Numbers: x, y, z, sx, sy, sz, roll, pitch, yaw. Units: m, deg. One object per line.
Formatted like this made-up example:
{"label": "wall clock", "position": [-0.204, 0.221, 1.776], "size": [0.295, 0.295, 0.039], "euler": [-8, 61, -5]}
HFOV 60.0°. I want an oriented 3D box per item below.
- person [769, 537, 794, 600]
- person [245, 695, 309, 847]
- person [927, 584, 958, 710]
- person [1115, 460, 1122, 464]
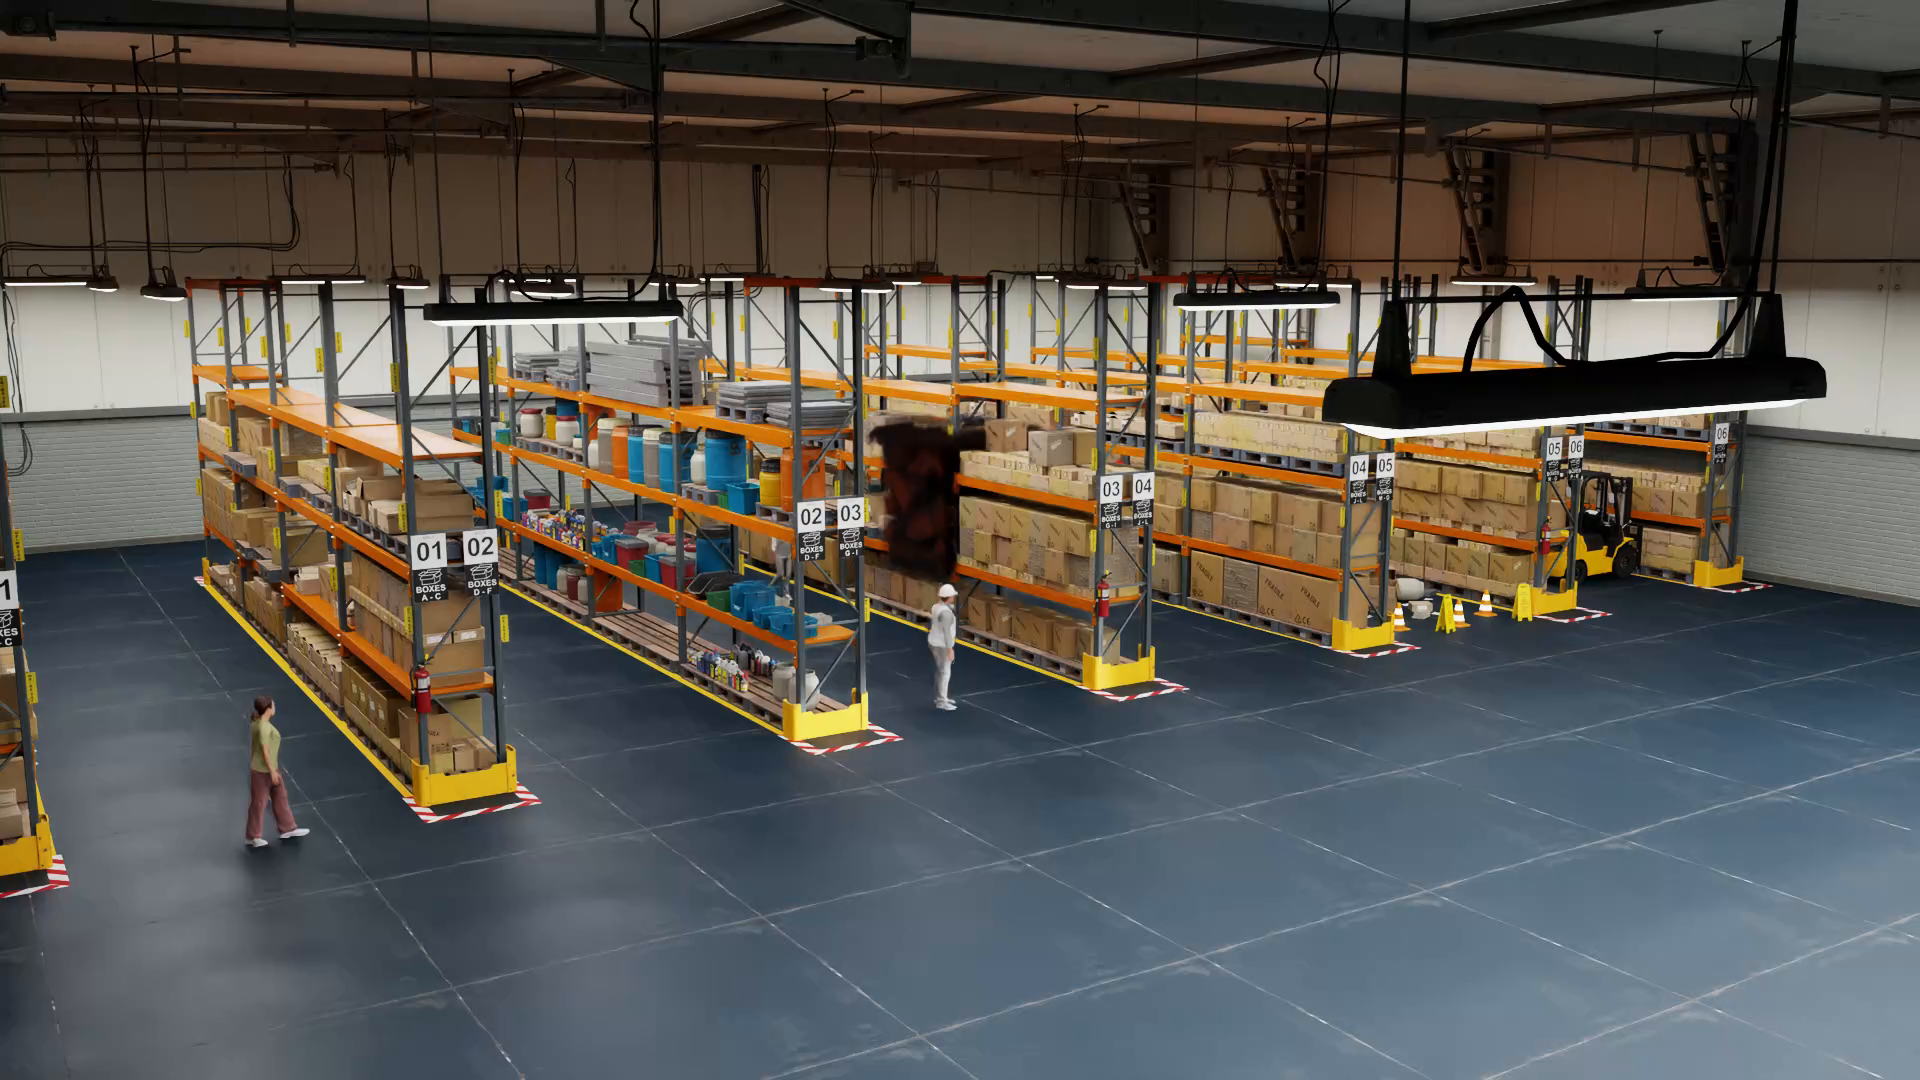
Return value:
{"label": "person", "position": [-3.340, 0.331, 31.191], "size": [0.455, 1.594, 0.479], "euler": [-7, 12, -36]}
{"label": "person", "position": [-7.516, 2.507, 18.132], "size": [0.633, 1.658, 0.462], "euler": [-2, 10, -12]}
{"label": "person", "position": [-0.229, 1.518, 23.749], "size": [0.427, 1.799, 0.583], "euler": [-3, 10, -15]}
{"label": "person", "position": [3.604, -0.944, 38.273], "size": [0.470, 1.792, 0.605], "euler": [-5, 11, -27]}
